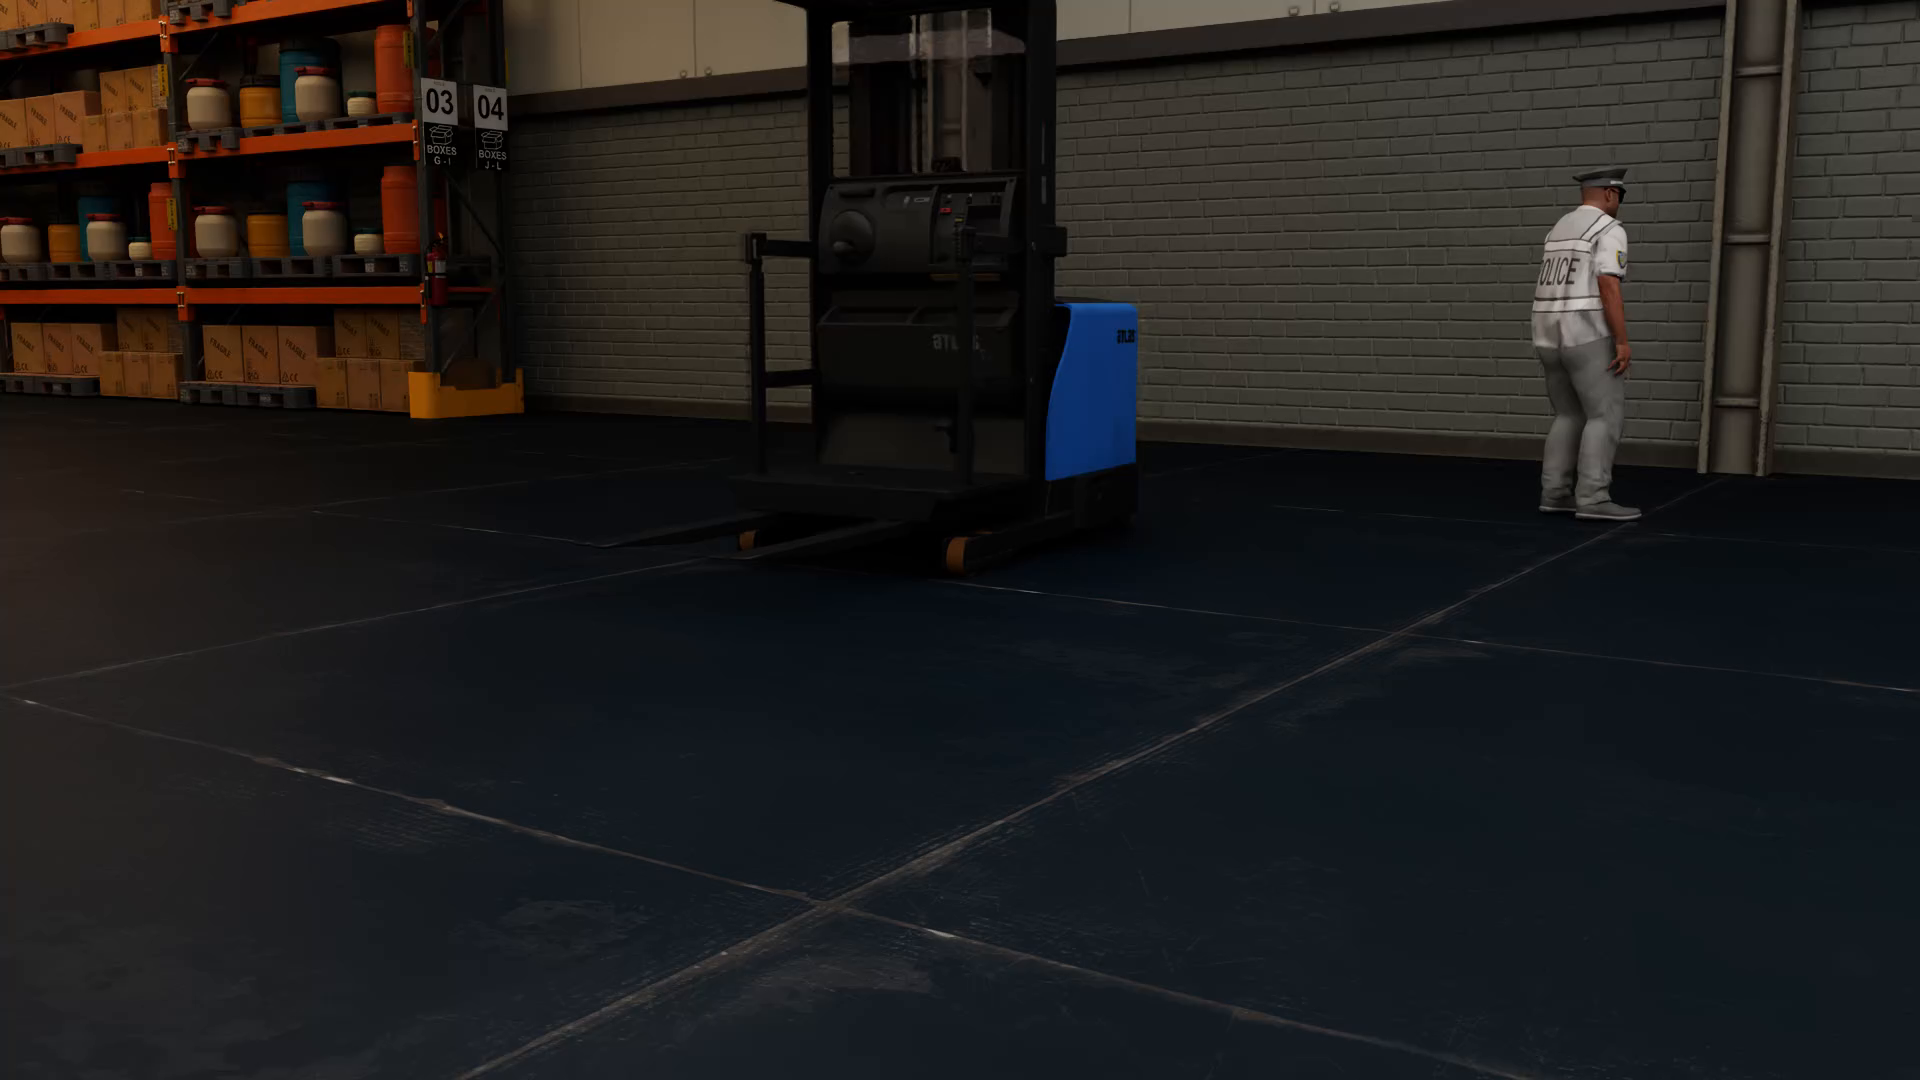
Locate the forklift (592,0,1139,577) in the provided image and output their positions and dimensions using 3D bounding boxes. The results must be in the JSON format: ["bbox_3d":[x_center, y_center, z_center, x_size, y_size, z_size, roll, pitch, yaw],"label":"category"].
[{"bbox_3d":[-0.286,-1.375,6.861,1.130,2.935,3.031,4,9,28],"label":"forklift"}]

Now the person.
[{"bbox_3d":[3.125,-0.989,8.349,0.442,1.746,0.592,-2,8,-17],"label":"person"}]
